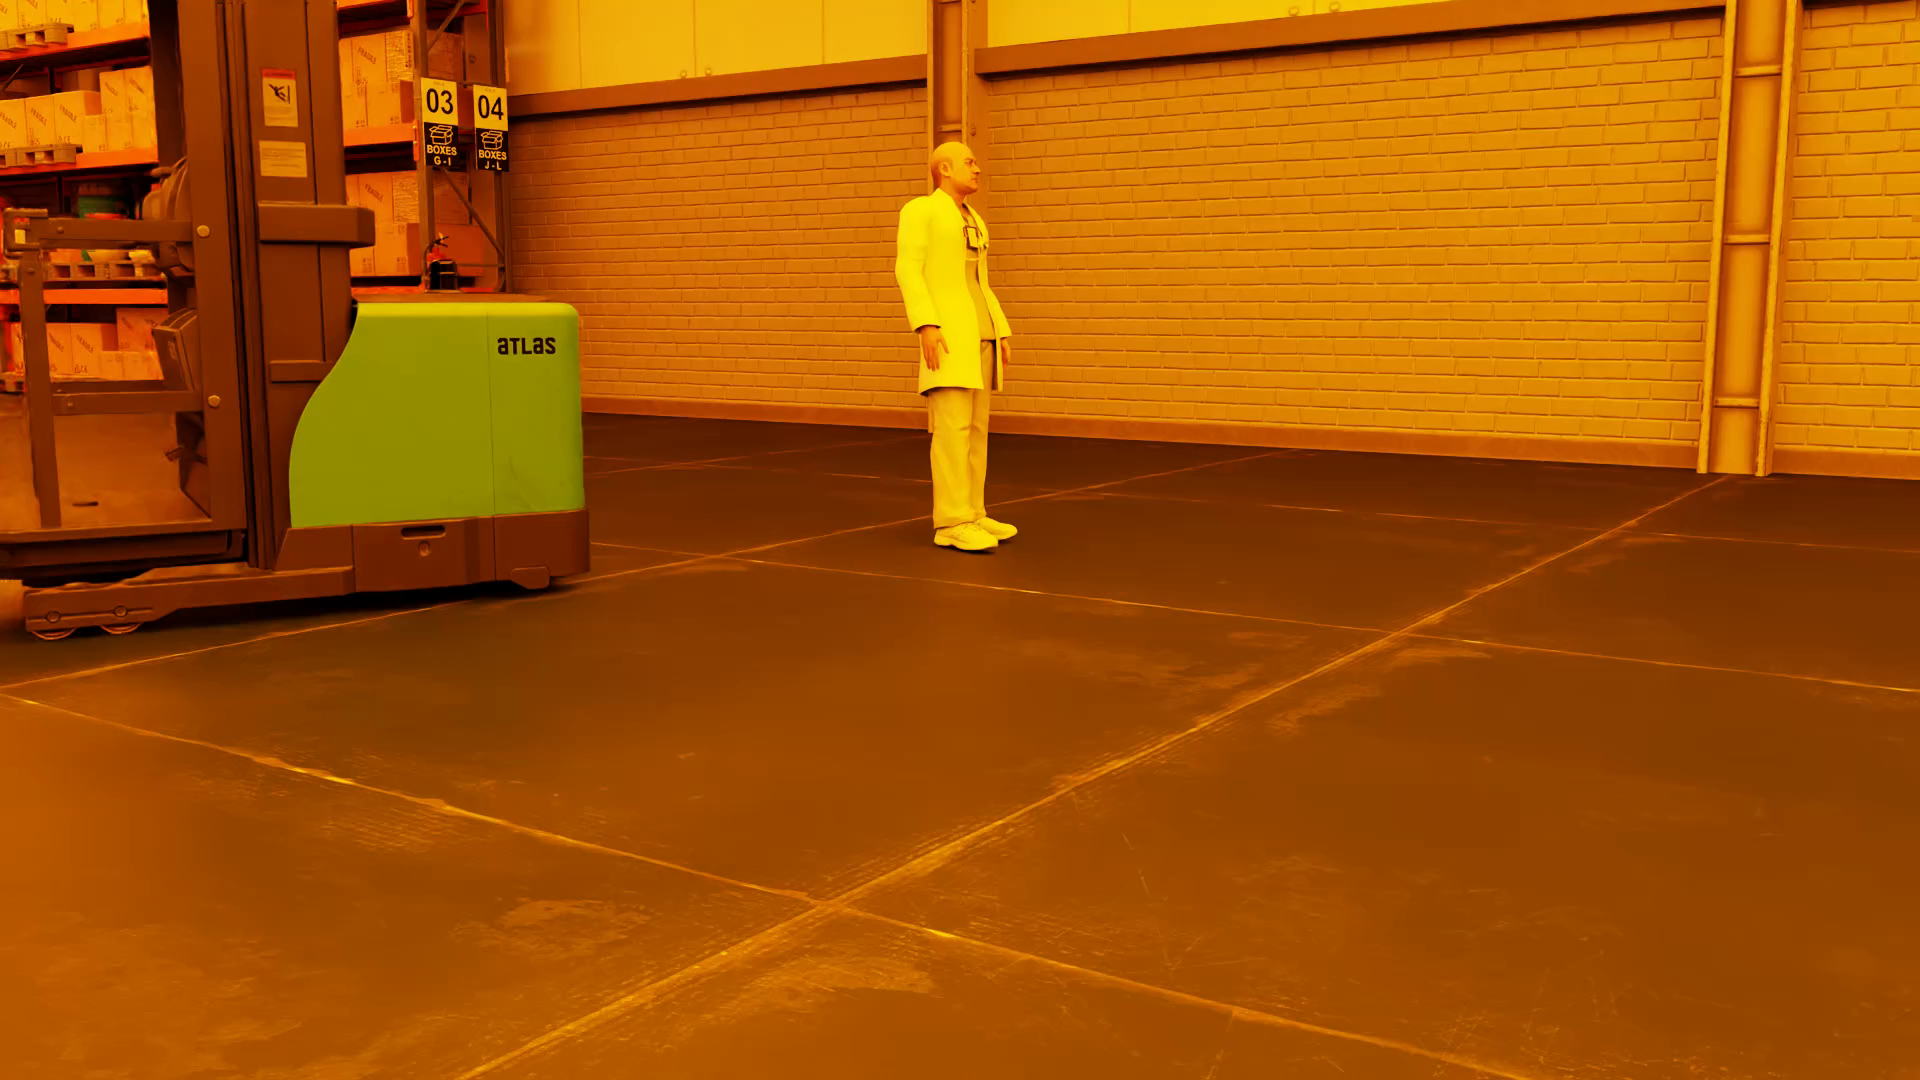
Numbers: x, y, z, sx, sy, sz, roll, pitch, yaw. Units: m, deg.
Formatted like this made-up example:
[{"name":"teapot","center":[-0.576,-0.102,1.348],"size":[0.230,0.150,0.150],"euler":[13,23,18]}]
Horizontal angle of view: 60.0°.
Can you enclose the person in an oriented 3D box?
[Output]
[{"name":"person","center":[0.072,-0.879,7.423],"size":[0.581,1.775,0.696],"euler":[5,10,34]}]

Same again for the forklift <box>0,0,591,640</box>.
[{"name":"forklift","center":[-2.930,-1.214,5.730],"size":[3.031,2.935,1.130],"euler":[-5,9,-30]}]
